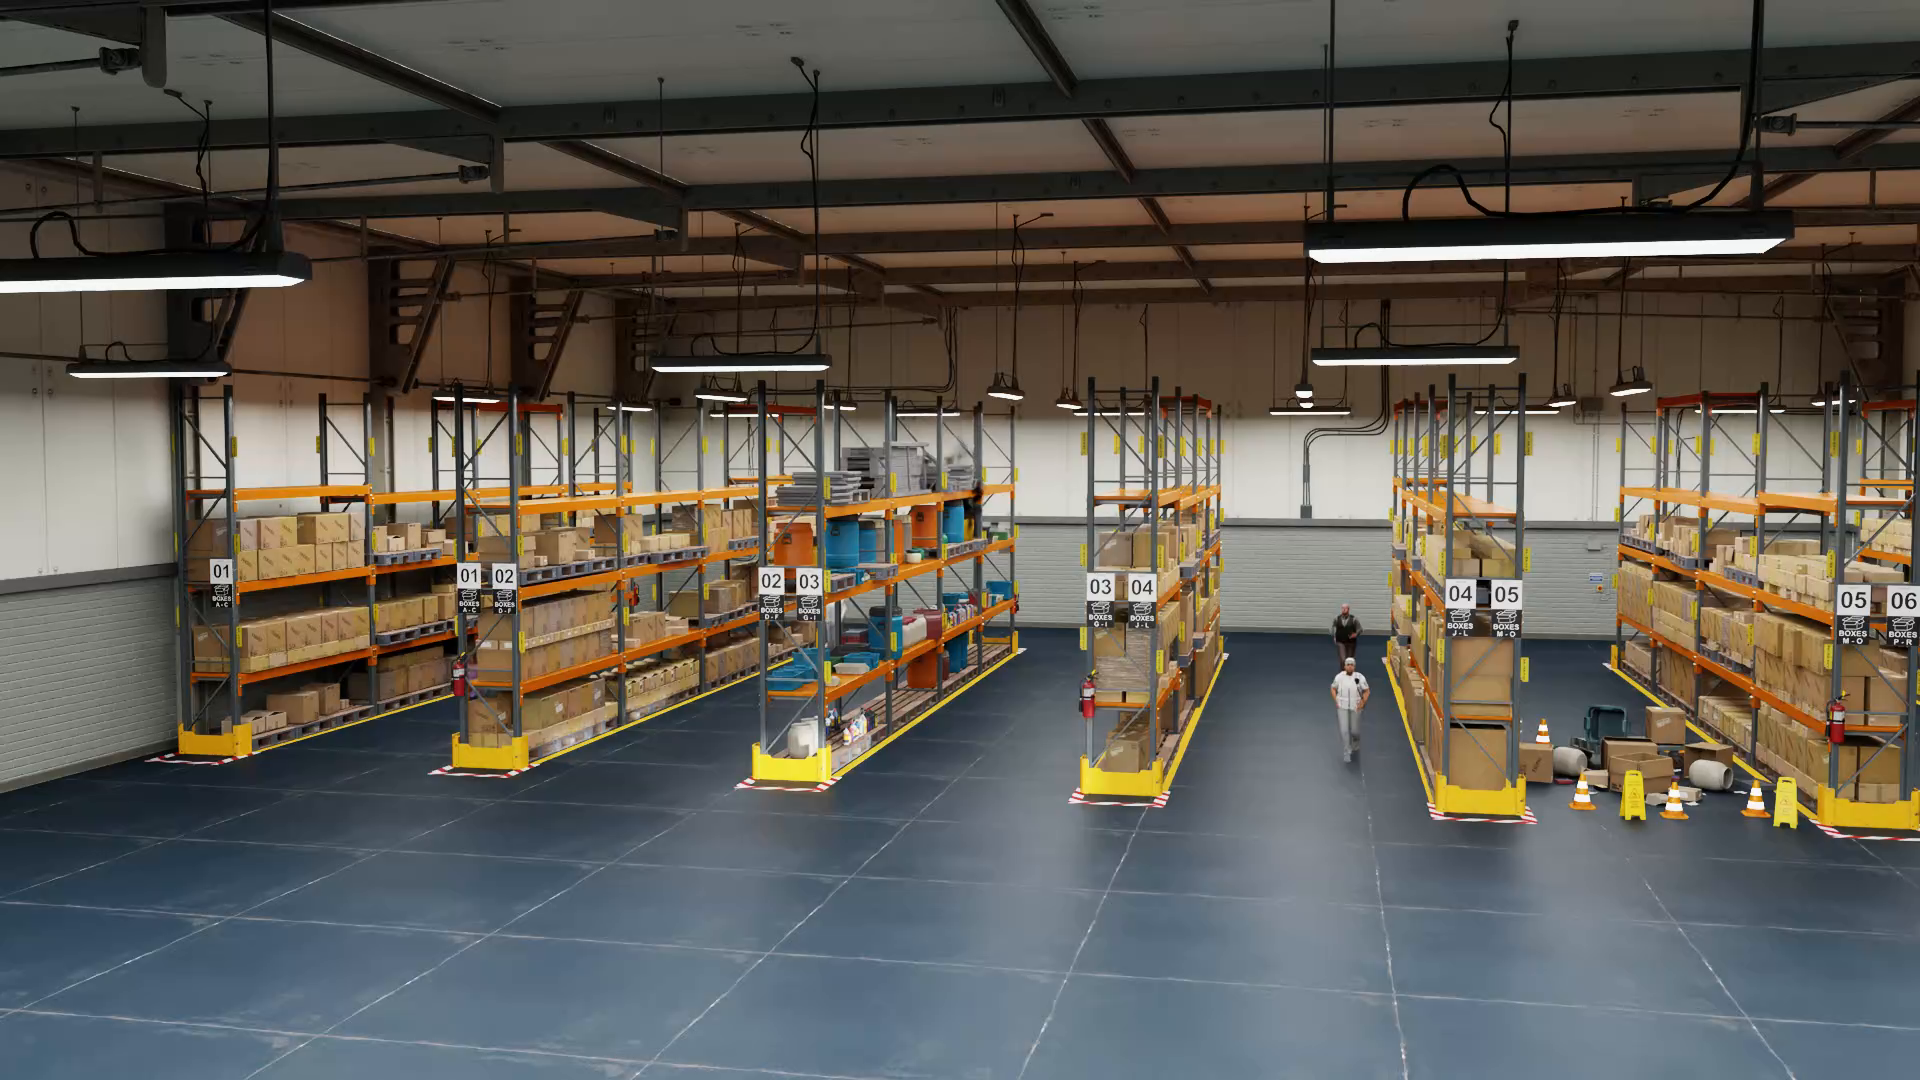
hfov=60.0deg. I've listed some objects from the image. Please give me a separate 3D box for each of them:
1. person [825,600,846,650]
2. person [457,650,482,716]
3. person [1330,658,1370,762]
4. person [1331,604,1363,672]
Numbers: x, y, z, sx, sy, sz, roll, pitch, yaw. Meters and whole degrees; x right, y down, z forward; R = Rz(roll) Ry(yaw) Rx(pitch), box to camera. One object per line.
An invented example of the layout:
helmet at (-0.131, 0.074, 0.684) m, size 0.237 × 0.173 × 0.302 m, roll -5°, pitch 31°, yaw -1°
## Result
person at (-2.805, 1.856, 36.307) m, size 0.592 × 1.790 × 0.650 m, roll 0°, pitch 3°, yaw 4°
person at (-8.305, 2.649, 28.175) m, size 0.530 × 1.558 × 0.510 m, roll 0°, pitch 3°, yaw 3°
person at (6.261, 2.703, 26.709) m, size 0.617 × 1.652 × 0.709 m, roll 1°, pitch 3°, yaw 15°
person at (8.147, 2.199, 35.051) m, size 0.656 × 1.718 × 0.792 m, roll 1°, pitch 3°, yaw 16°
